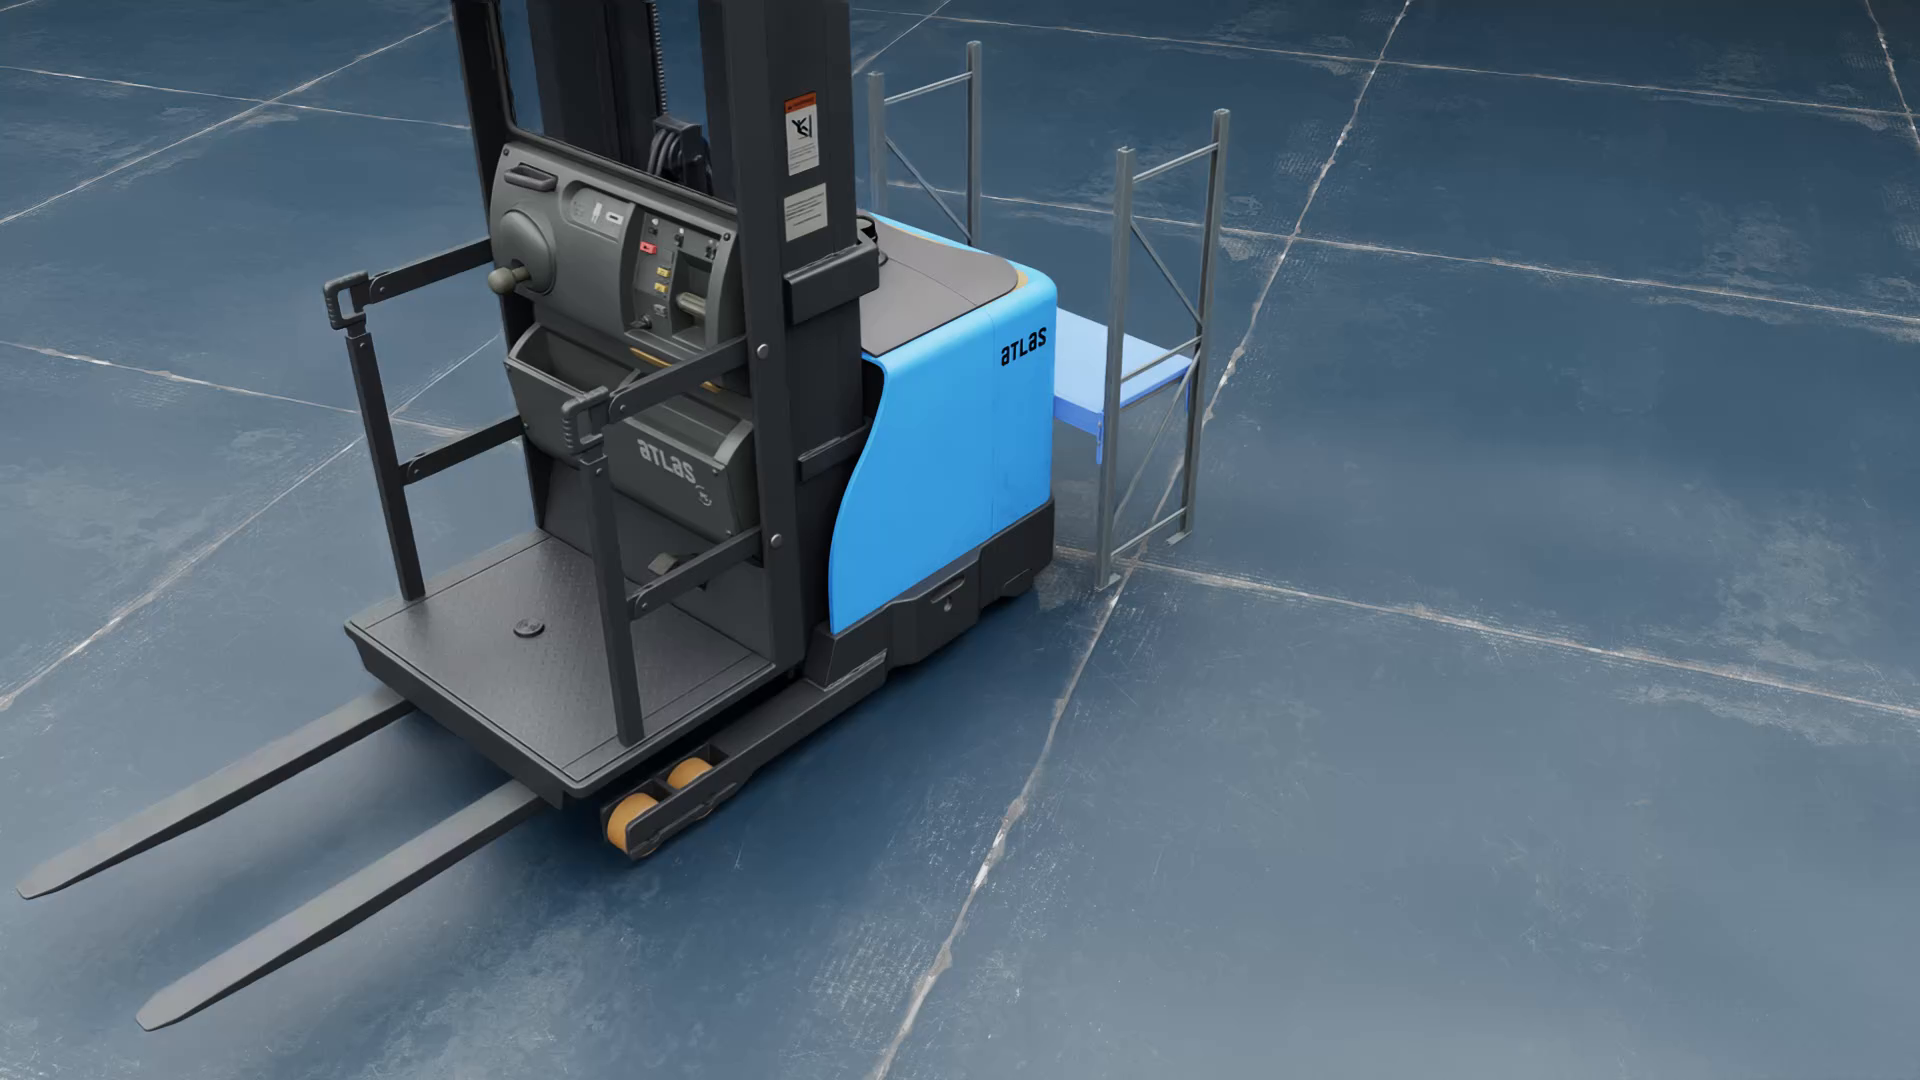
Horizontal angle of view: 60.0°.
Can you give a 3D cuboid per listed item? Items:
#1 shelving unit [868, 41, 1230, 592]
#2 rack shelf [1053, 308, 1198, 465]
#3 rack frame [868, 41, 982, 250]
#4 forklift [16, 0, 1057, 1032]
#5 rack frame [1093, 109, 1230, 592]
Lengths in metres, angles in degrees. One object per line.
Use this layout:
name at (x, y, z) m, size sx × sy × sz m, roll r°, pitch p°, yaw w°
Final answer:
shelving unit at (0.257, -0.752, 5.532) m, size 1.048 × 1.500 × 0.538 m, roll 27°, pitch 42°, yaw 35°
rack shelf at (0.257, -0.601, 5.629) m, size 1.000 × 0.185 × 0.538 m, roll 27°, pitch 42°, yaw 35°
rack frame at (-0.110, -0.942, 5.826) m, size 0.032 × 1.500 × 0.500 m, roll 27°, pitch 42°, yaw 35°
forklift at (-1.042, -0.697, 4.128) m, size 1.130 × 2.935 × 3.031 m, roll 26°, pitch 41°, yaw 34°
rack frame at (0.625, -0.562, 5.237) m, size 0.032 × 1.500 × 0.500 m, roll 27°, pitch 42°, yaw 35°
